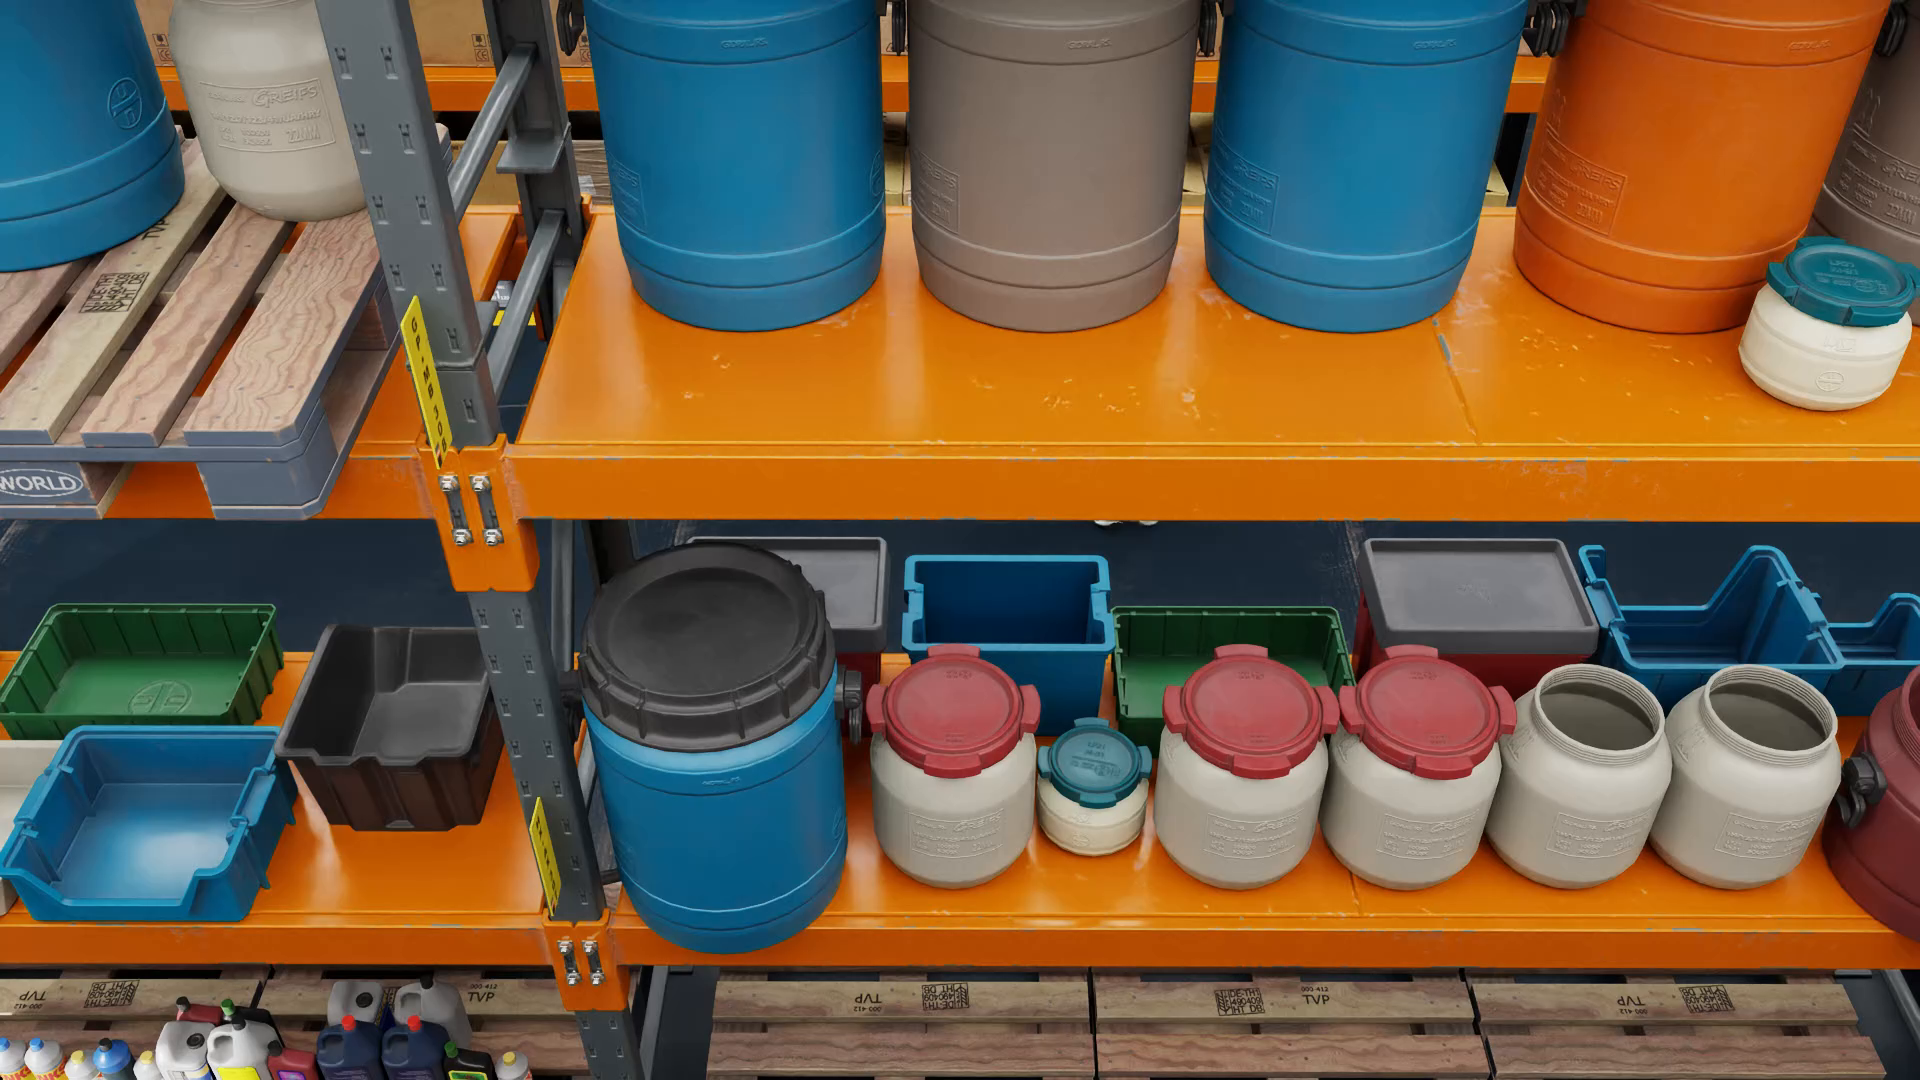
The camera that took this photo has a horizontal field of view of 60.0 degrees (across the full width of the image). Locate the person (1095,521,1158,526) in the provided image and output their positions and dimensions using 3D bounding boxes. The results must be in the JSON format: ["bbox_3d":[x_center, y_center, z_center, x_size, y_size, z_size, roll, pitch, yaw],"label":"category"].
[{"bbox_3d":[0.718,-0.738,7.046,0.407,1.596,0.299,1,40,1],"label":"person"}]
